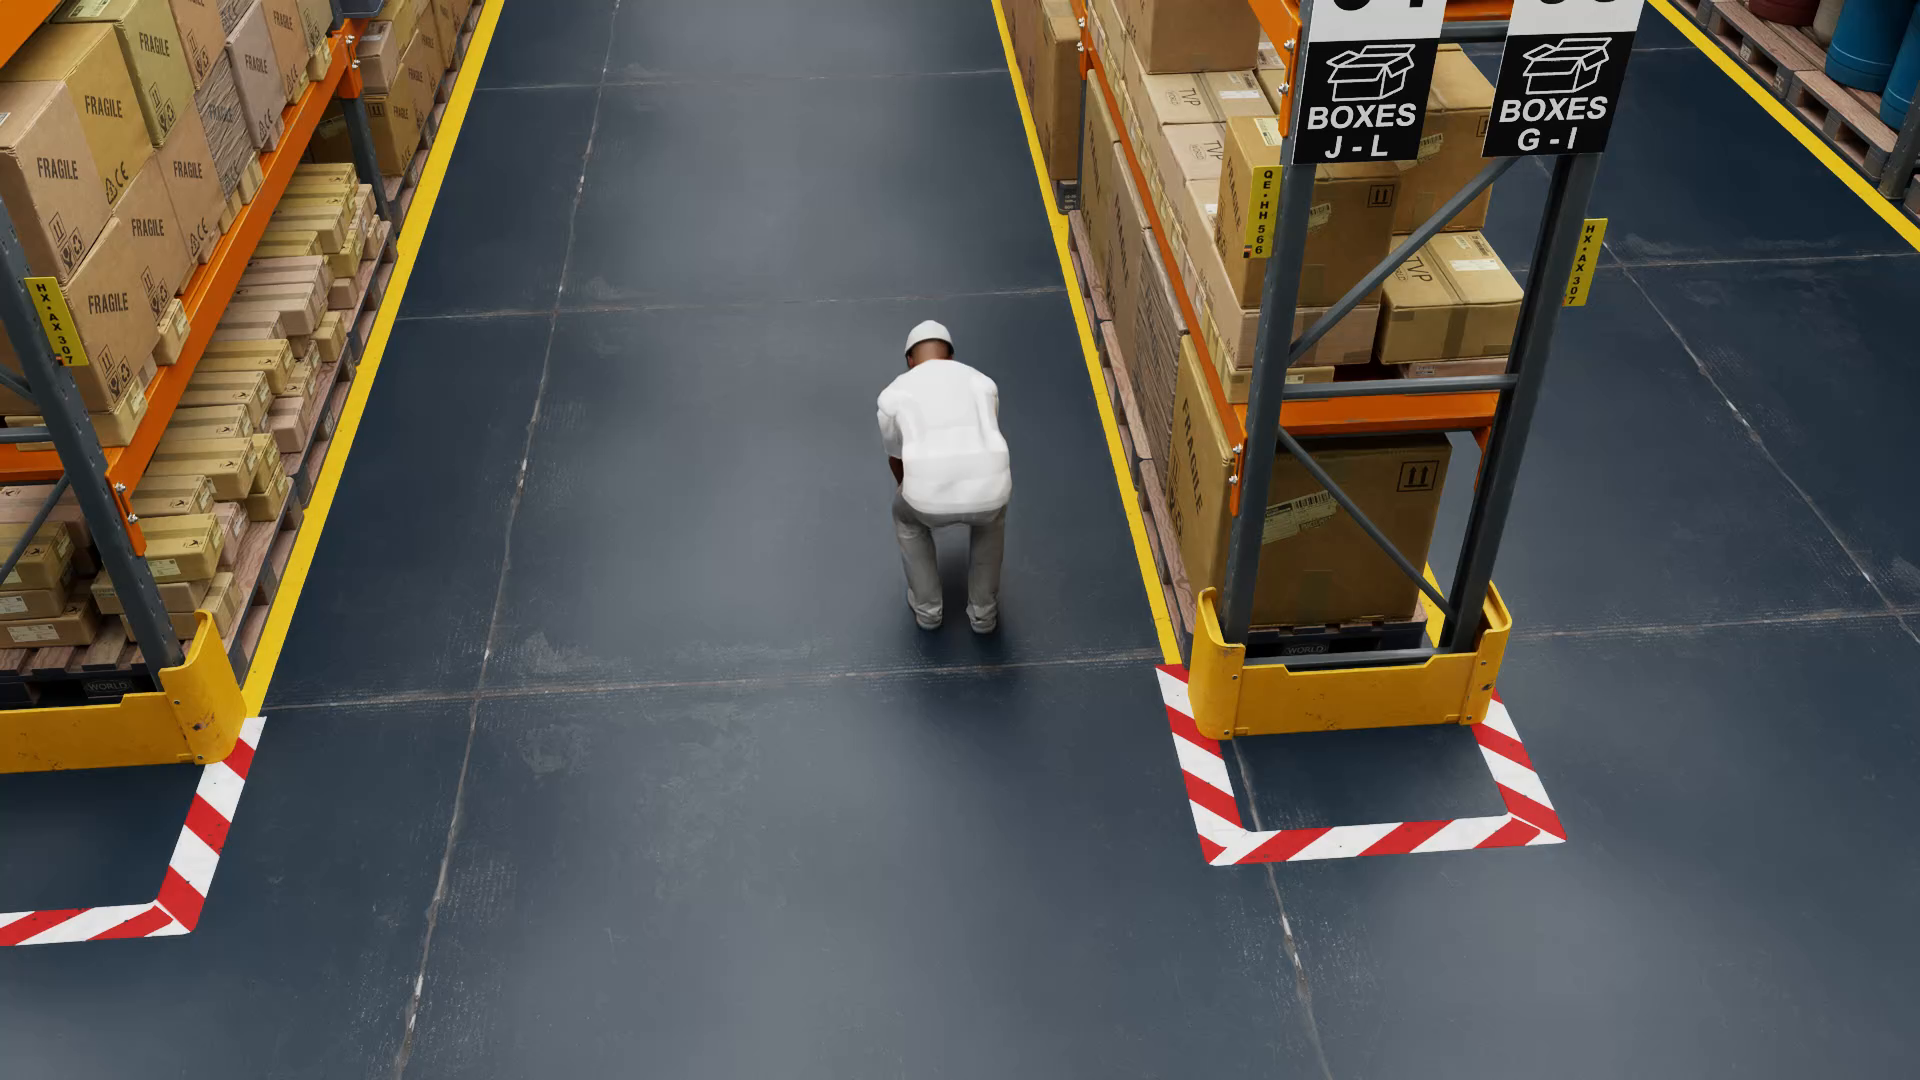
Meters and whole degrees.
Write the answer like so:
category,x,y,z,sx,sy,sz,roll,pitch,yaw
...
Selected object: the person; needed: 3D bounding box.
category,x,y,z,sx,sy,sz,roll,pitch,yaw
person,-0.070,-0.229,6.930,0.513,1.123,0.962,-5,39,-6
